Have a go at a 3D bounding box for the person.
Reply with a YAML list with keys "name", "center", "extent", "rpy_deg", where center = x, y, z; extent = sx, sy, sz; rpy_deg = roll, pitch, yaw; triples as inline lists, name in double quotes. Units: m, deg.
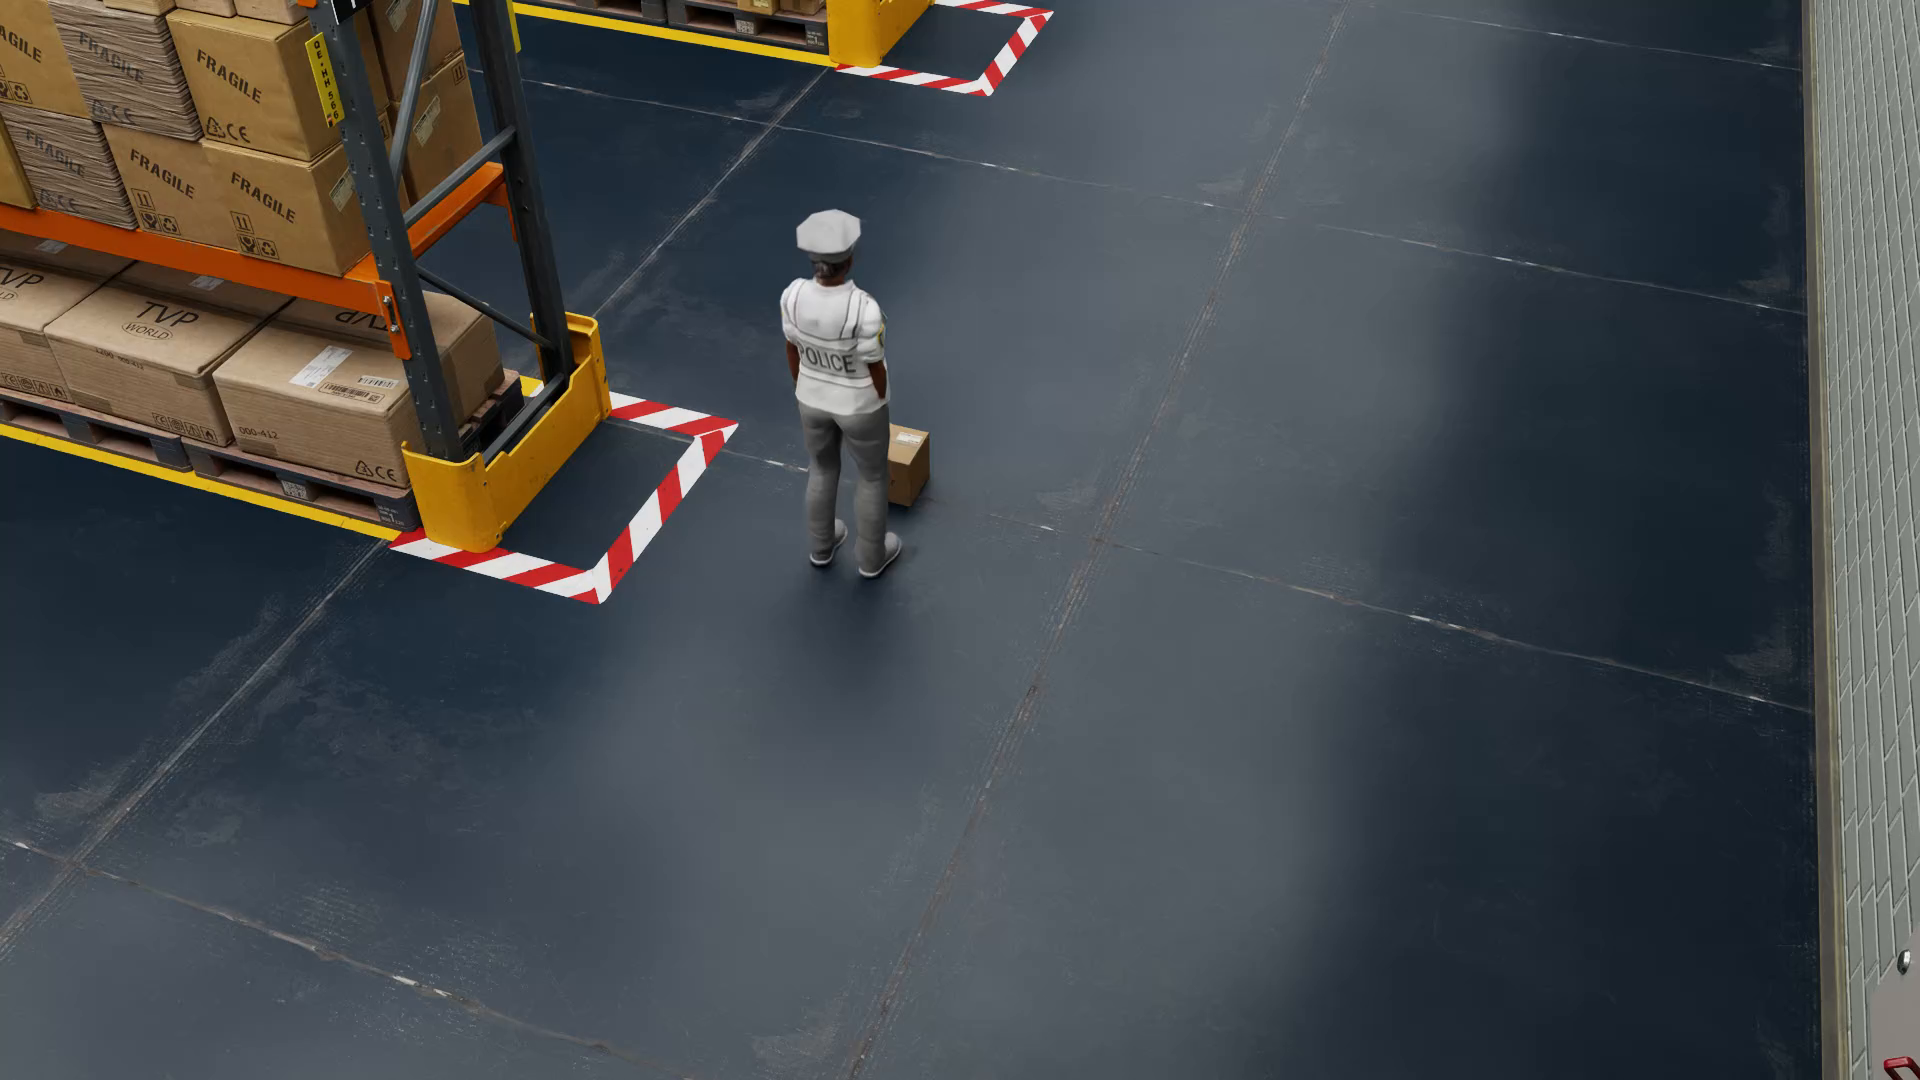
- name: "person"
  center: [-0.488, -0.567, 6.801]
  extent: [0.438, 1.659, 0.341]
  rpy_deg: [15, 44, 16]
